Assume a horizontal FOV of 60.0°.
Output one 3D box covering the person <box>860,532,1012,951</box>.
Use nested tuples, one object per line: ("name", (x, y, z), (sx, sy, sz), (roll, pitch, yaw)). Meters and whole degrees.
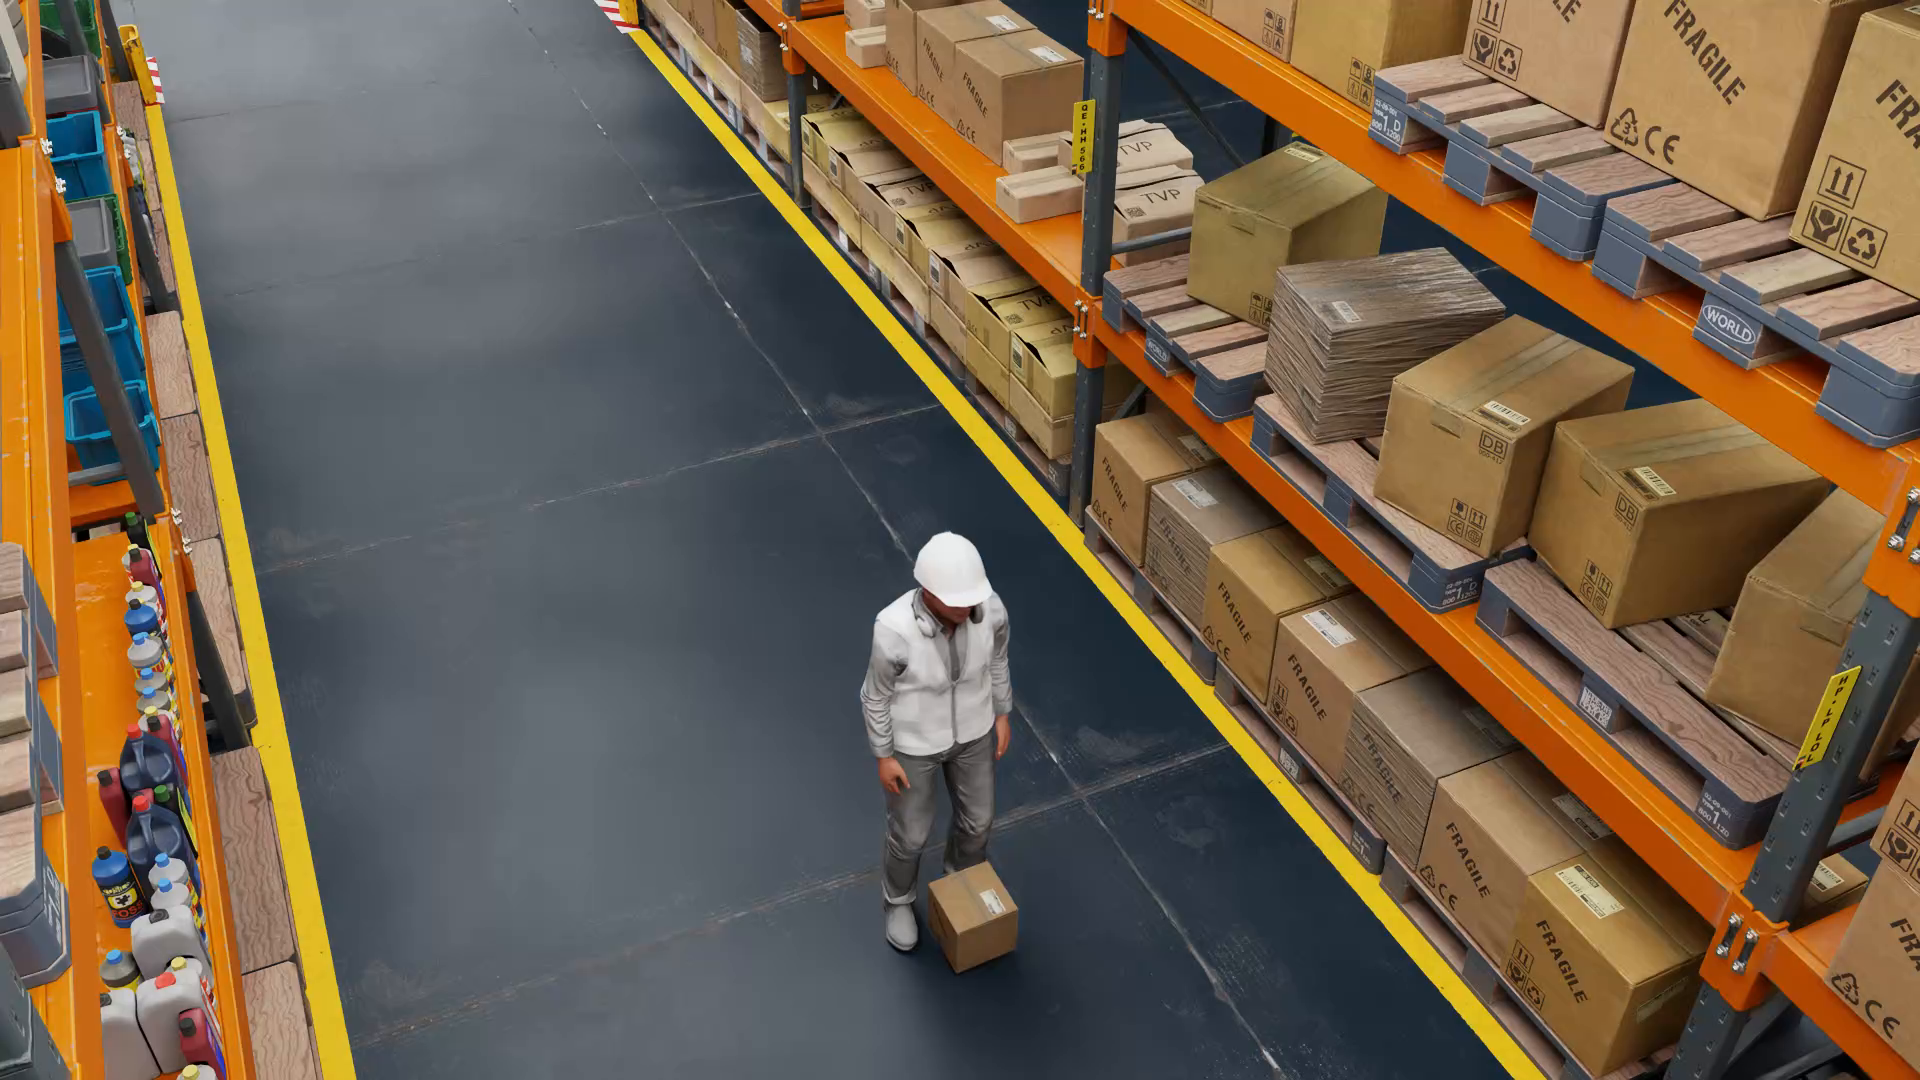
("person", (-0.066, 0.688, 5.921), (0.569, 1.772, 0.474), (-17, 40, -21))
